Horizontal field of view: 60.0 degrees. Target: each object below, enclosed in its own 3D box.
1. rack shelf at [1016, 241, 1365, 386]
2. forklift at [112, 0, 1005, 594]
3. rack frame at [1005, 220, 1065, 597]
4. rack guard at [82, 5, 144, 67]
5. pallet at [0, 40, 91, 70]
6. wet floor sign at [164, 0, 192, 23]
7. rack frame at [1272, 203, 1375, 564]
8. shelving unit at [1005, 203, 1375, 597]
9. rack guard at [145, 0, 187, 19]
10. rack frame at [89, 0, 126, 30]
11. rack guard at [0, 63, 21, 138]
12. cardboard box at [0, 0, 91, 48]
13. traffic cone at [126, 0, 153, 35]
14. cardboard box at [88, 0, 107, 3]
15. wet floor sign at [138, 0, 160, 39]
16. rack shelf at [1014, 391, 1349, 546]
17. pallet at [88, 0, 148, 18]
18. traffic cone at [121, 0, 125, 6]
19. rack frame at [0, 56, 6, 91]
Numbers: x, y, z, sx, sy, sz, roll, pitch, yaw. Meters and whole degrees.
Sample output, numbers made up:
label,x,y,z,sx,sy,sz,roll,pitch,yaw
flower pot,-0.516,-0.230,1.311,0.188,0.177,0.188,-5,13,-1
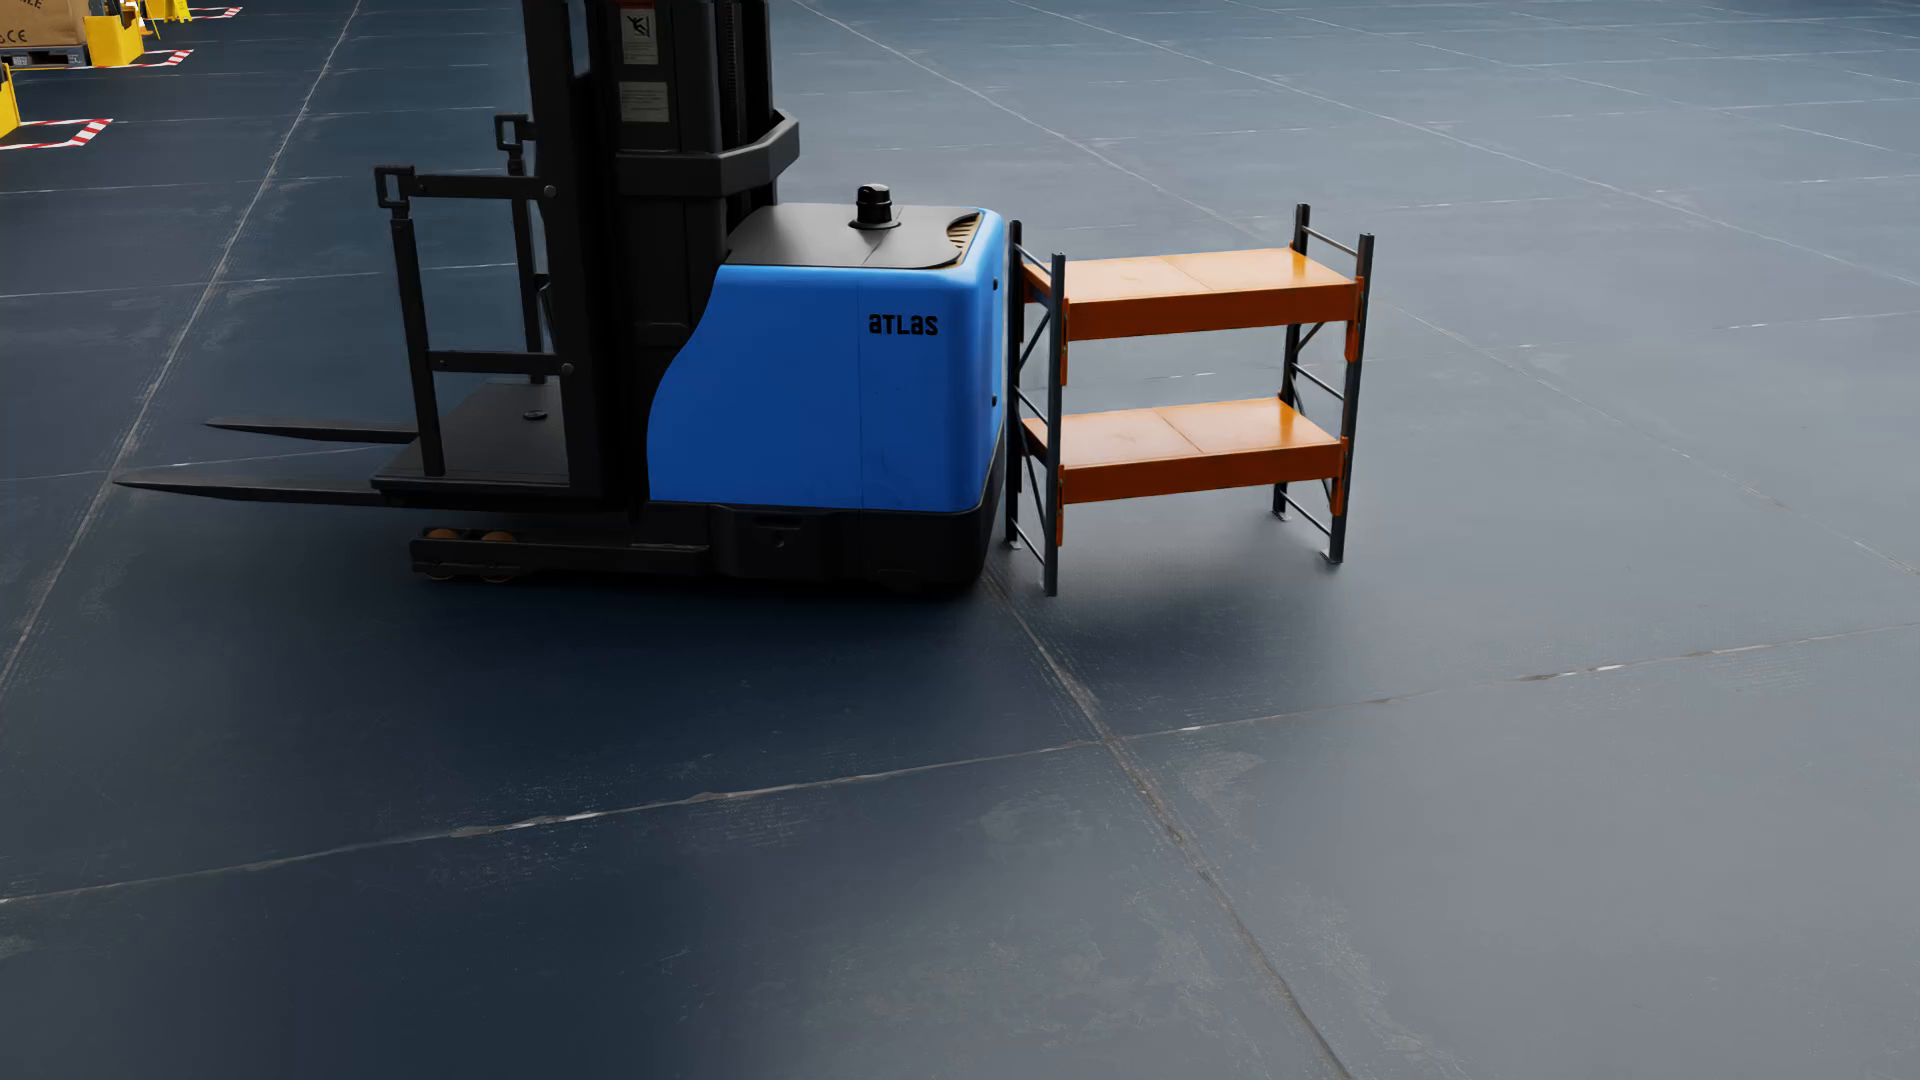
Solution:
label,x,y,z,sx,sy,sz,roll,pitch,yaw
rack shelf,0.729,-0.749,5.410,1.000,0.278,0.538,-6,24,-14
forklift,-1.388,-1.408,5.399,3.031,2.935,1.130,3,23,6
rack frame,0.237,-0.429,5.406,0.032,1.125,0.500,-6,24,-14
rack guard,-9.038,-5.393,17.769,0.348,0.500,1.175,-6,24,-14
pallet,-9.809,-5.143,17.552,1.213,0.211,1.003,-6,24,-14
wet floor sign,-10.023,-6.940,21.189,0.232,0.644,0.267,2,23,4
rack frame,1.220,-0.531,5.644,0.032,1.125,0.500,-6,24,-14
shelving unit,0.729,-0.480,5.525,1.048,1.125,0.538,-6,24,-14
rack guard,-10.568,-7.251,22.098,0.348,0.500,1.175,-6,24,-14
rack frame,-9.061,-6.539,17.270,0.127,3.000,1.000,-6,24,-14
rack guard,-7.891,-3.489,13.330,0.348,0.500,1.175,-6,24,-14
cardboard box,-9.696,-5.659,17.379,0.875,0.875,0.875,-6,24,-14
traffic cone,-9.934,-6.321,19.979,0.334,0.463,0.336,-6,24,-14
cardboard box,-11.224,-7.146,21.639,0.500,0.250,0.500,-6,24,-15
wet floor sign,-9.568,-6.212,19.493,0.232,0.644,0.267,-11,25,-23
rack shelf,0.729,-0.255,5.622,1.000,0.278,0.538,-6,24,-14
pallet,-11.360,-7.045,21.985,1.213,0.211,1.003,-6,24,-14
traffic cone,-10.561,-6.706,20.876,0.334,0.463,0.336,-6,24,-14
rack frame,-7.818,-4.645,12.856,0.127,3.000,1.000,-6,24,-14
